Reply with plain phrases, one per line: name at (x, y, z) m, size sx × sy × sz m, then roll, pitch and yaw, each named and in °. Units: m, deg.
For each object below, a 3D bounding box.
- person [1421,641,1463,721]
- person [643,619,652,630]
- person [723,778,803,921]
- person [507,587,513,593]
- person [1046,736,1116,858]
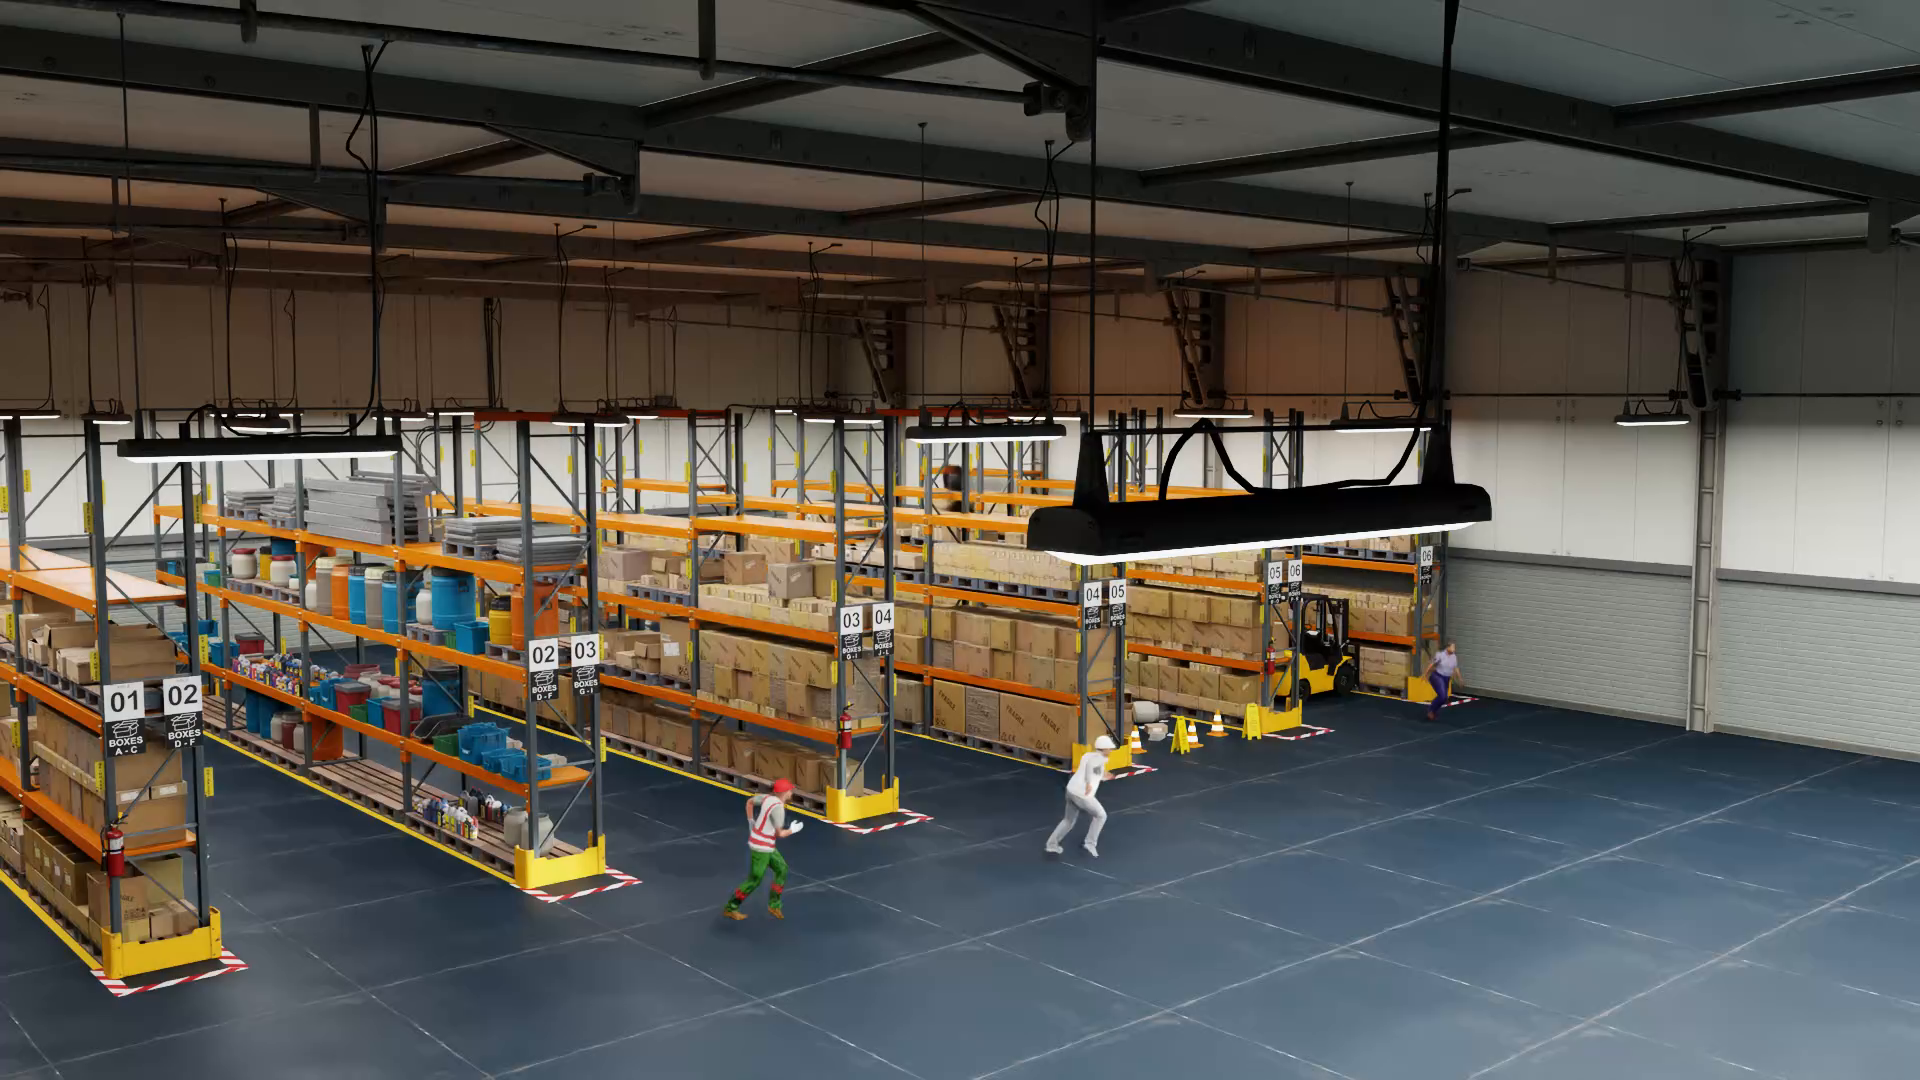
person at (9.323, 2.719, 32.115) m, size 0.592 × 1.593 × 0.717 m, roll -3°, pitch 6°, yaw -34°
person at (-8.385, 1.678, 44.104) m, size 0.690 × 1.586 × 0.897 m, roll 0°, pitch 5°, yaw 2°
person at (-2.370, 3.749, 19.928) m, size 0.972 × 1.779 × 0.692 m, roll -2°, pitch 5°, yaw -17°
person at (-11.020, 2.013, 40.738) m, size 0.575 × 1.536 × 0.700 m, roll -4°, pitch 6°, yaw -37°
person at (1.660, 3.536, 22.679) m, size 0.992 × 1.709 × 0.700 m, roll -1°, pitch 5°, yaw -15°
